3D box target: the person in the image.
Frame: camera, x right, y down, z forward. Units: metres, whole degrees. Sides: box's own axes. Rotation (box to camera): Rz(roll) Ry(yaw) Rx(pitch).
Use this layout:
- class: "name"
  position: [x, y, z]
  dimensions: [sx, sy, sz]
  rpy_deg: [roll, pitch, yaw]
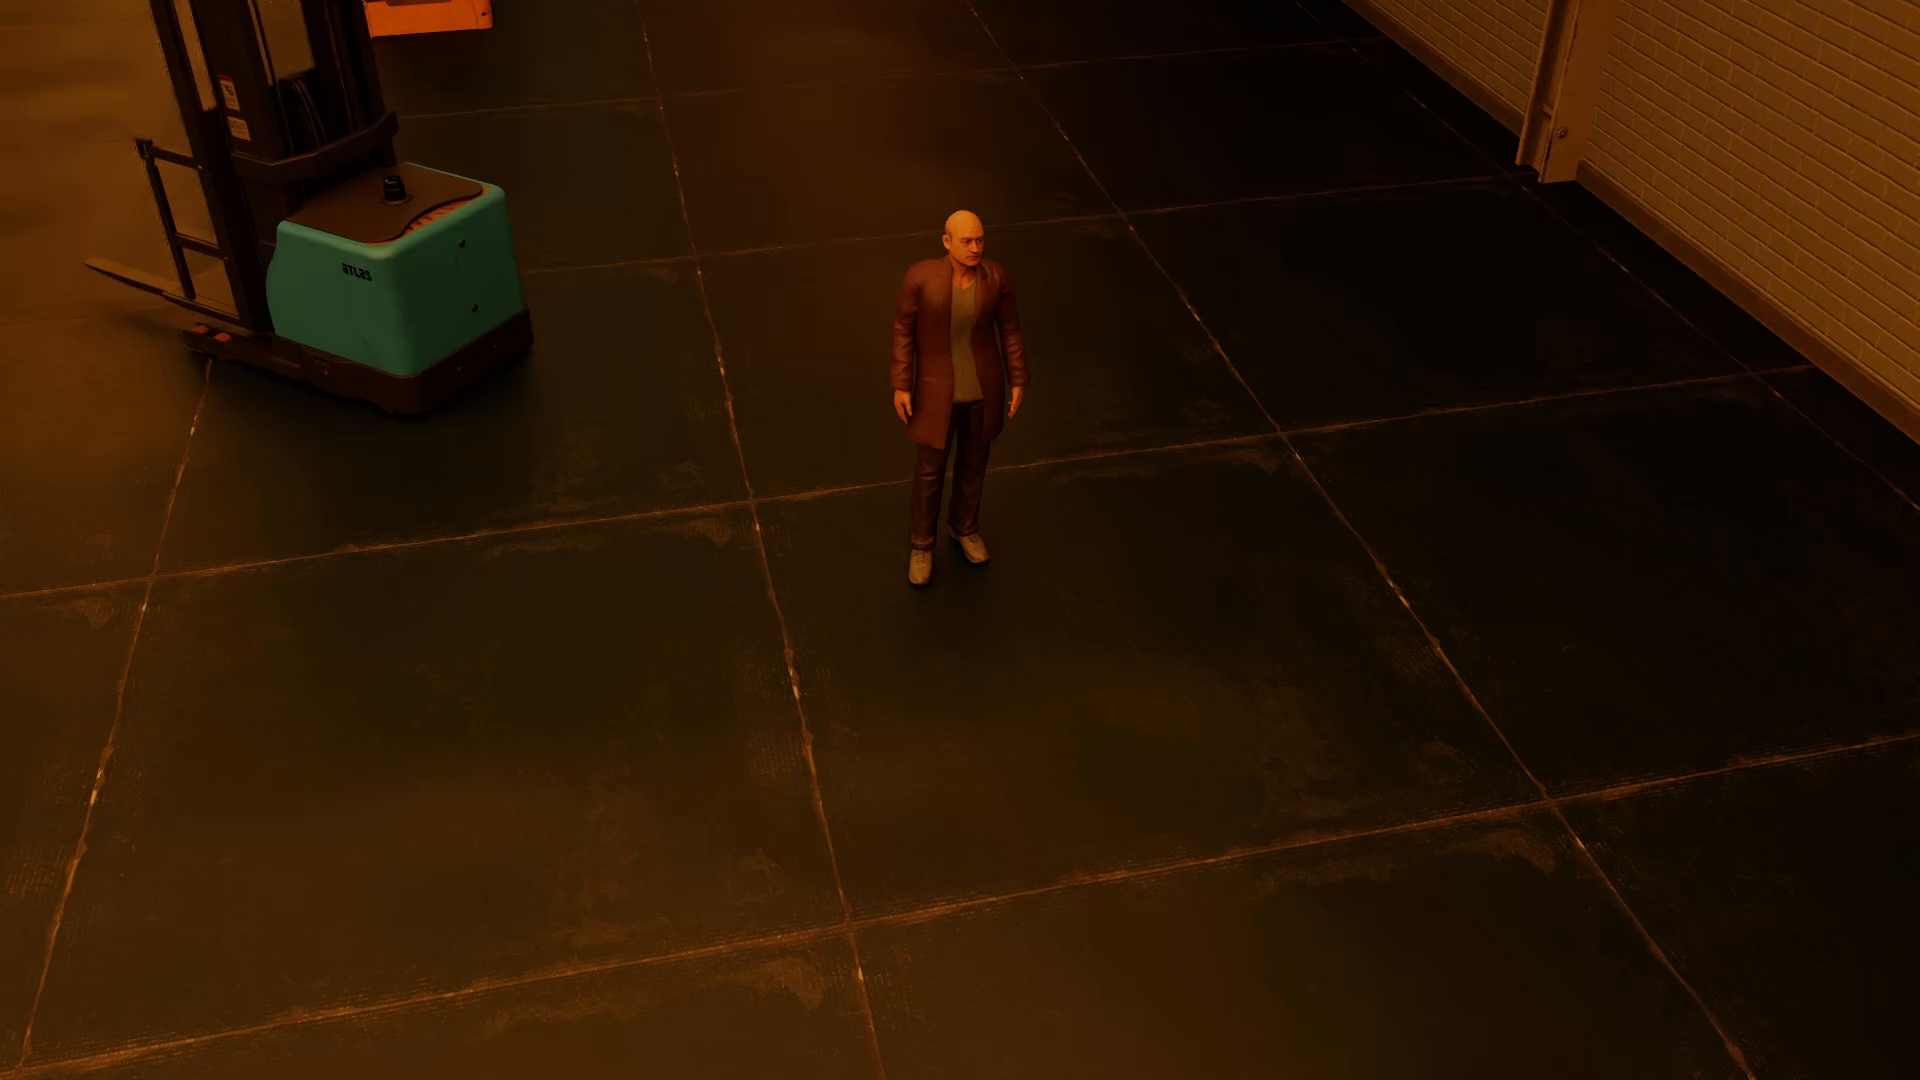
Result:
- class: "person"
  position: [0.017, -0.675, 7.962]
  dimensions: [0.698, 1.777, 0.579]
  rpy_deg: [-8, 36, -11]

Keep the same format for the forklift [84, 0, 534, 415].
- class: "forklift"
  position: [-4.130, -2.523, 9.555]
  dimensions: [3.031, 2.935, 1.130]
  rpy_deg: [18, 40, 24]
